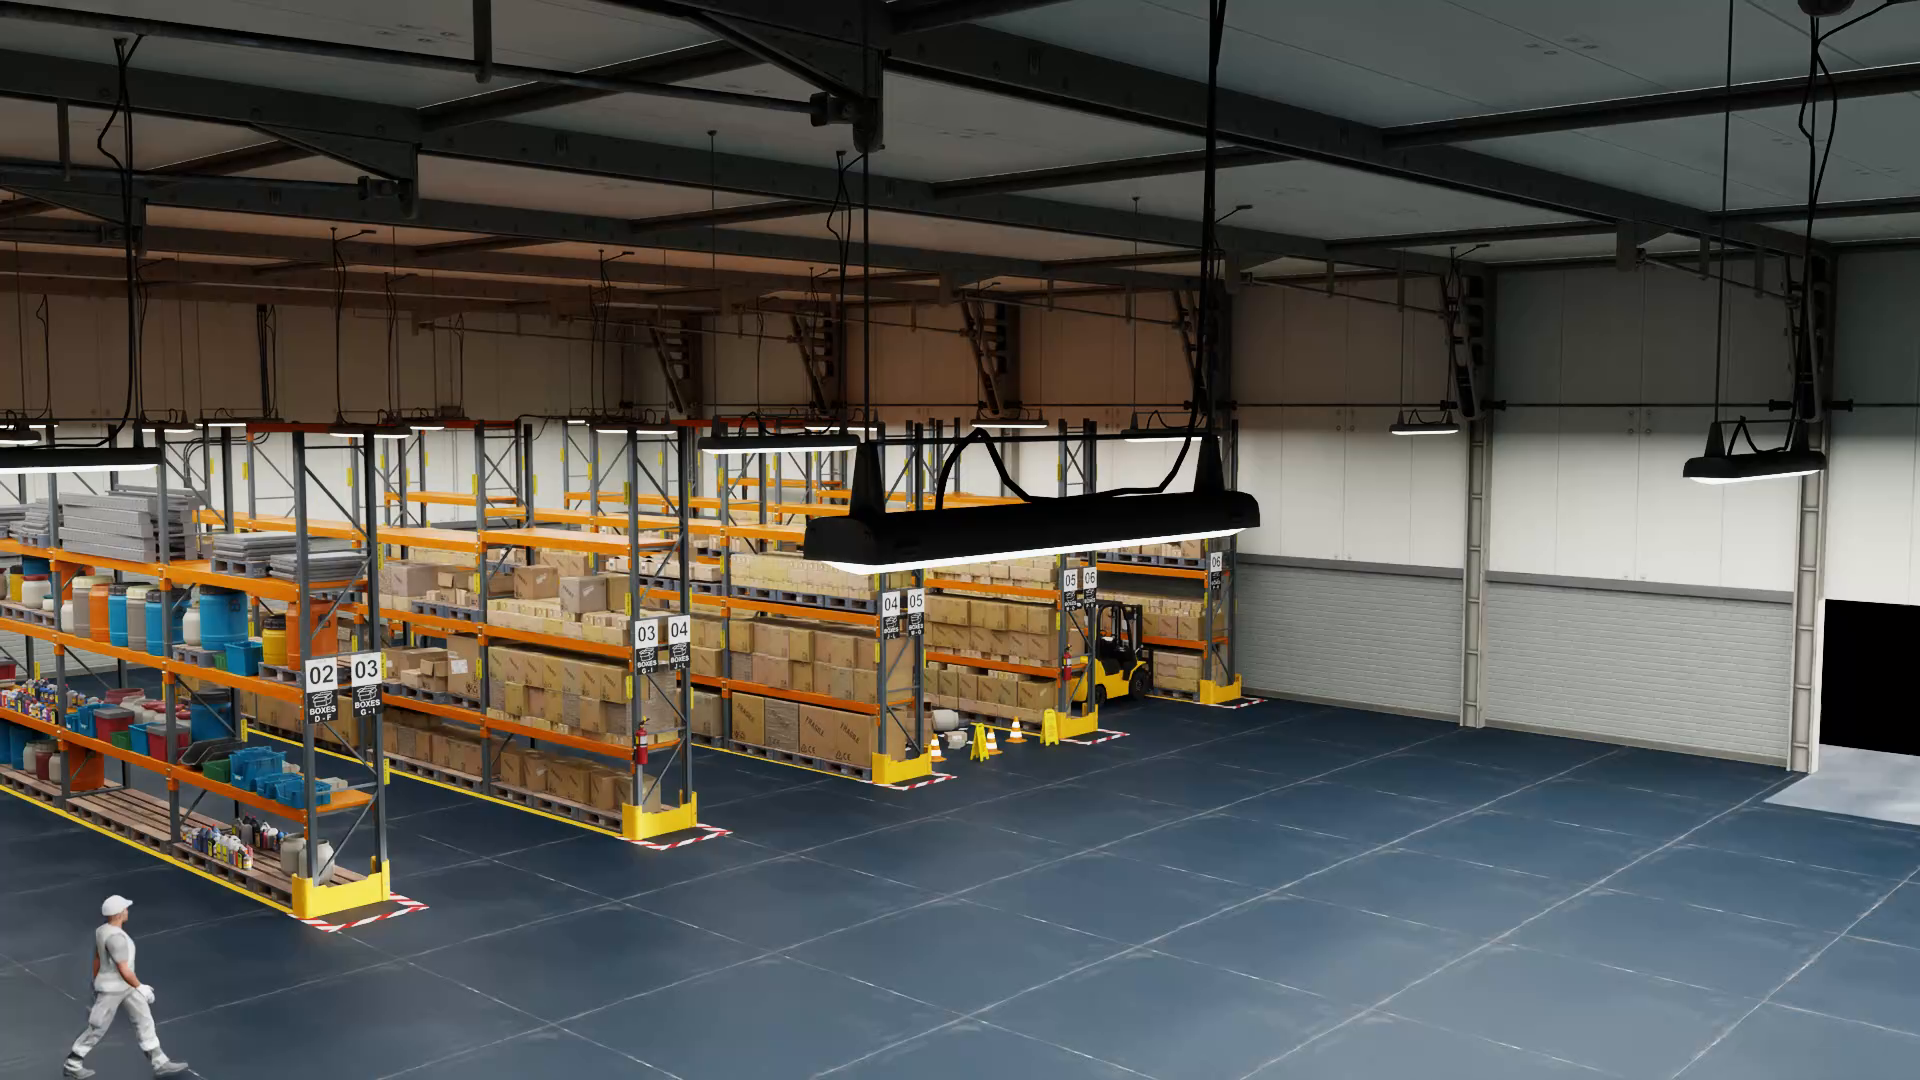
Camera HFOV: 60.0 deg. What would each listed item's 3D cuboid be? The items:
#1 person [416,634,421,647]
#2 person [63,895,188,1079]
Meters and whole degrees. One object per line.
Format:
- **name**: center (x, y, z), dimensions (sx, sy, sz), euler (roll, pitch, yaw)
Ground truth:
- **person**: center (-13.578, 2.108, 42.066), dimensions (0.448, 1.595, 0.352), euler (-4, 6, -42)
- **person**: center (-7.835, 4.185, 15.531), dimensions (1.079, 1.741, 0.461), euler (0, 5, 2)
